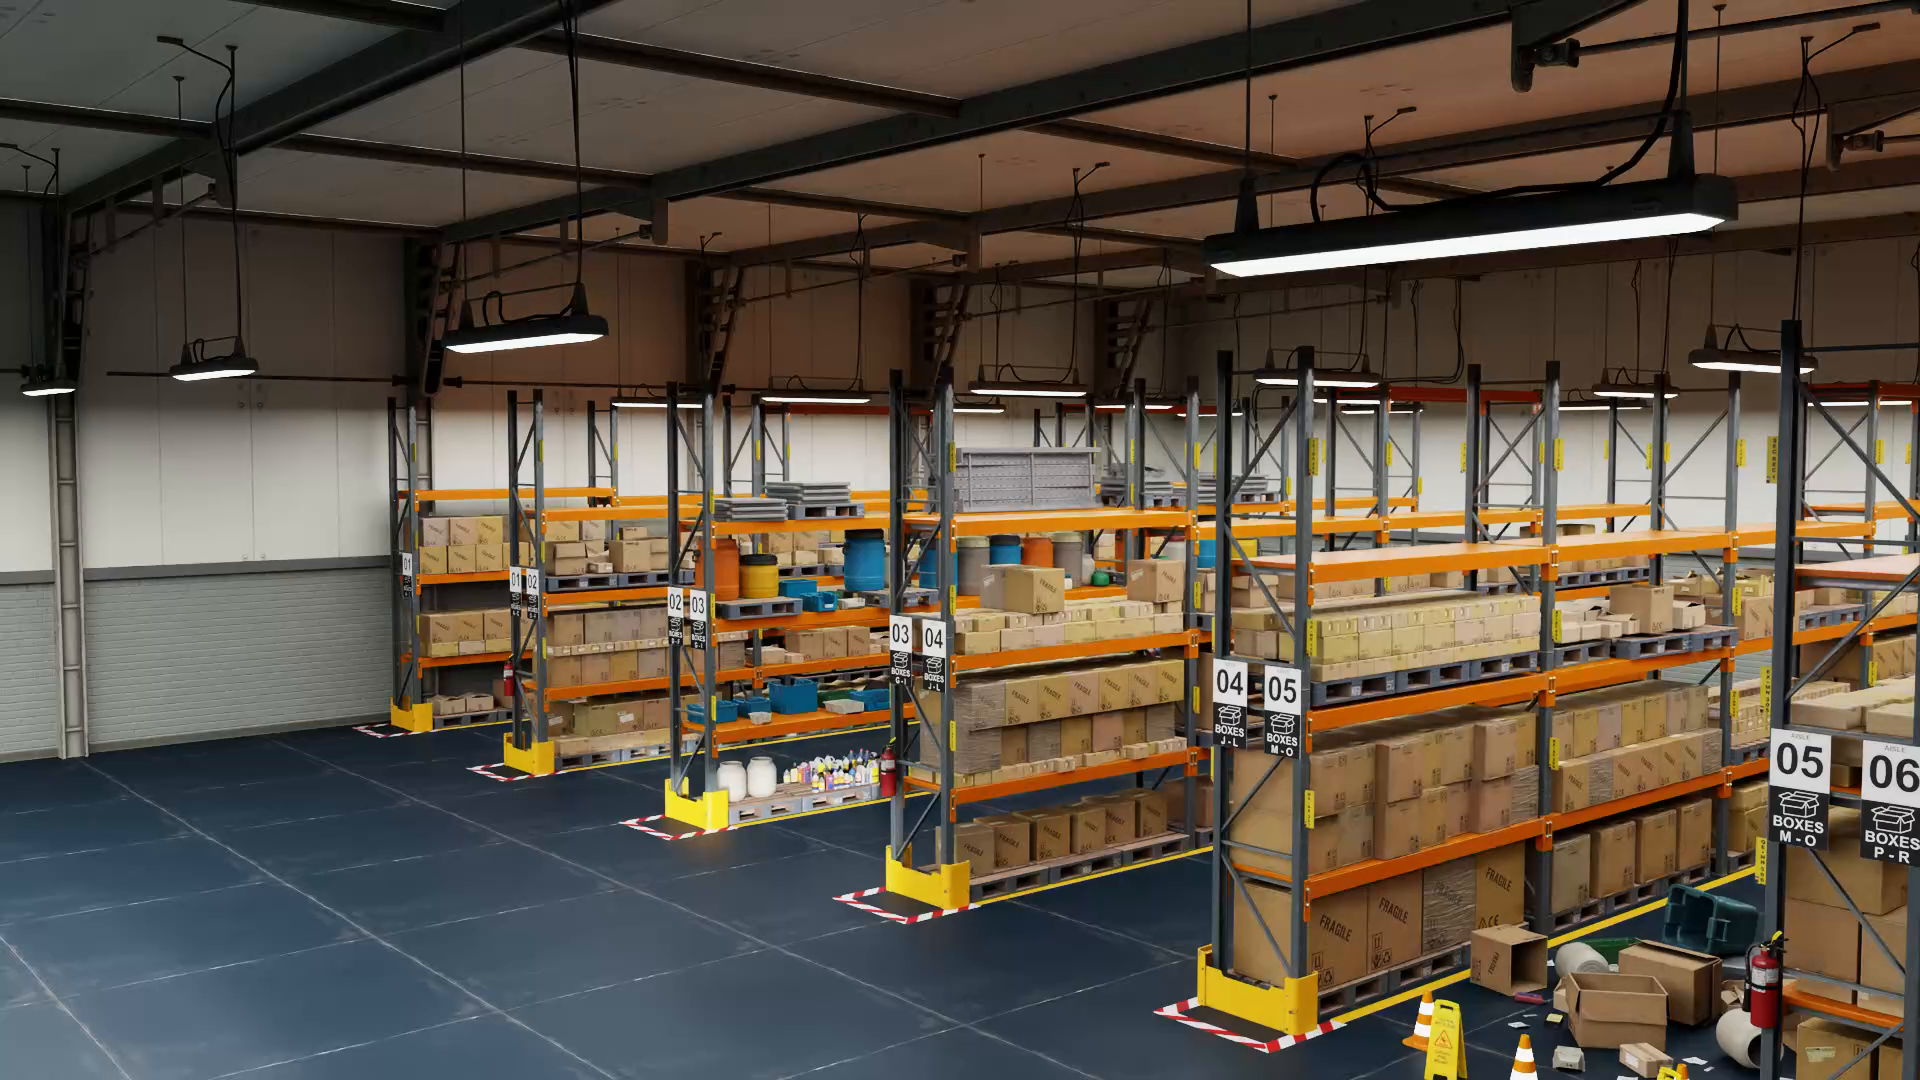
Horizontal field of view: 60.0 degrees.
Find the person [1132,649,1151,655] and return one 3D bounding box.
[{"bbox_3d":[3.469,2.531,31.284,1.175,1.558,0.713,-2,4,-26],"label":"person"}]
